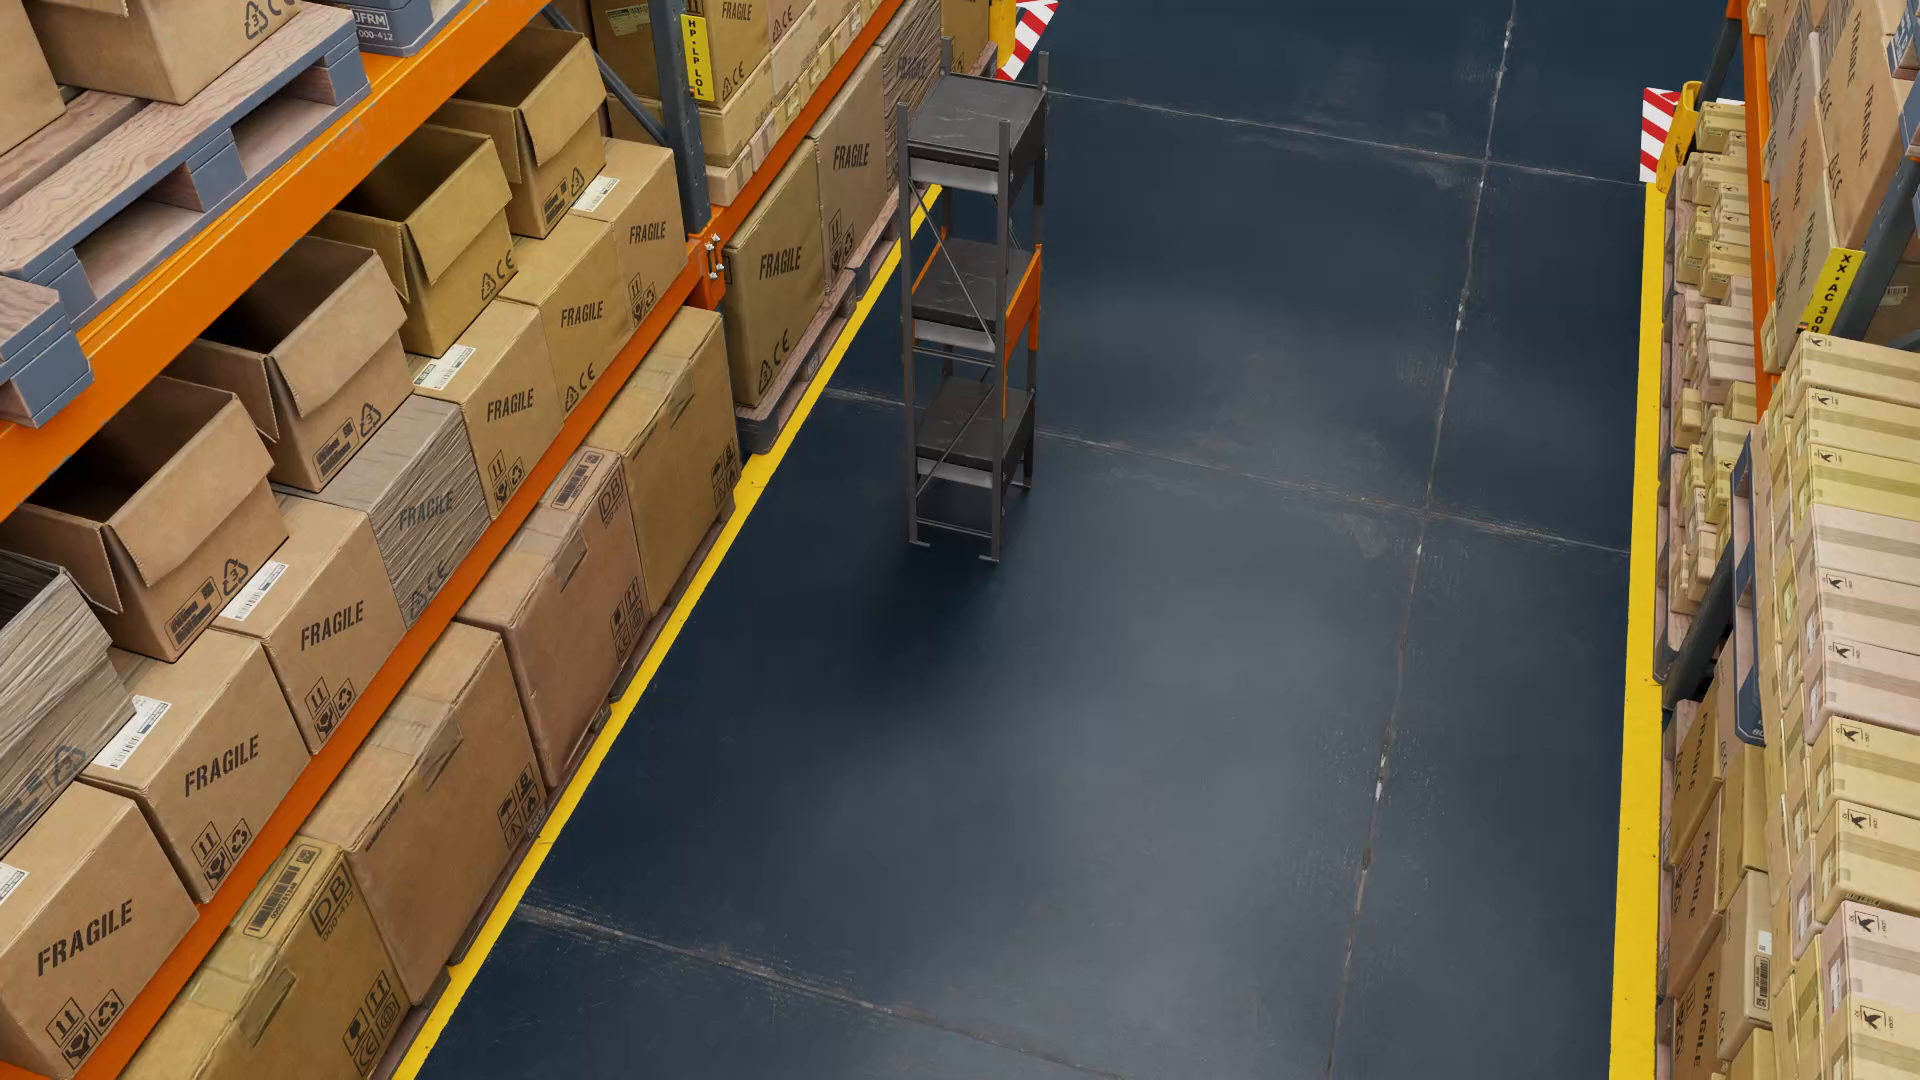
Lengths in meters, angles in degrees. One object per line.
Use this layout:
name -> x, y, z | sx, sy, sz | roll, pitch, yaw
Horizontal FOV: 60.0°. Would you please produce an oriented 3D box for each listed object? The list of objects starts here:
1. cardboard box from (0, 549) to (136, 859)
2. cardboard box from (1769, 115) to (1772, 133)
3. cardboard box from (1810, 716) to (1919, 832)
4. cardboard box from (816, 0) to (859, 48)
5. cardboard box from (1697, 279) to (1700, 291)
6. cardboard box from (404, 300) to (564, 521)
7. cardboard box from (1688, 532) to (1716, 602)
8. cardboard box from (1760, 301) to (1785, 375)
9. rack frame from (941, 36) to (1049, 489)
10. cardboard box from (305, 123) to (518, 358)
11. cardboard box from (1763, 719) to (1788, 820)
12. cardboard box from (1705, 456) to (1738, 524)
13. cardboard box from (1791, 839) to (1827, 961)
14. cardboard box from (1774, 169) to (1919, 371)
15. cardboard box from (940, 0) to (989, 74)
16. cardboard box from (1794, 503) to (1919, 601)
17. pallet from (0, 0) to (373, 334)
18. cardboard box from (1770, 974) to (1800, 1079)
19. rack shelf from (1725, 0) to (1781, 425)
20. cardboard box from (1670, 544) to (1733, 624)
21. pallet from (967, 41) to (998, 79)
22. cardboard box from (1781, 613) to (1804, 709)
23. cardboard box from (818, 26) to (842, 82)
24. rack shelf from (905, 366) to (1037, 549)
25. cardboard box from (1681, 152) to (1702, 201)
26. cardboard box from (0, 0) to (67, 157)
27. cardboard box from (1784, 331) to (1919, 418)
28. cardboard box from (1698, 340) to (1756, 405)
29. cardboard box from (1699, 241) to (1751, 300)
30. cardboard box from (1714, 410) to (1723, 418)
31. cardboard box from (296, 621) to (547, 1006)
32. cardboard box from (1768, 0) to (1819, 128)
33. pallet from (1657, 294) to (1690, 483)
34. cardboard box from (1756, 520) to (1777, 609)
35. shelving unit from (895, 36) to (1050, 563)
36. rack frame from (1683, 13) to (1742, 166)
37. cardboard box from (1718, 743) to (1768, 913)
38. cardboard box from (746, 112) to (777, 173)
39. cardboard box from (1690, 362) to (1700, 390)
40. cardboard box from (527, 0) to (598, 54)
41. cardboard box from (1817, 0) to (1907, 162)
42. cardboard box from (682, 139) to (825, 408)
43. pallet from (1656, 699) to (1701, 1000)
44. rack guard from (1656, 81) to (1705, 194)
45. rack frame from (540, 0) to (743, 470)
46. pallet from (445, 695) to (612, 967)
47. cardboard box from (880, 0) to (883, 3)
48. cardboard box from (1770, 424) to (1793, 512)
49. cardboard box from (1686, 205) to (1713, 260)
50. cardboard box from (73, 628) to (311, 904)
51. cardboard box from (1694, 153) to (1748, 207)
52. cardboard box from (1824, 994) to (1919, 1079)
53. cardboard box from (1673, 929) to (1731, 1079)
cardboard box -> -2.446, 0.324, 3.884 | 0.797, 0.503, 0.637 | 14, 46, 14
cardboard box -> 3.602, -1.725, 6.947 | 0.380, 0.149, 0.250 | 14, 46, 14
cardboard box -> 2.199, 0.589, 3.857 | 0.380, 0.149, 0.250 | 14, 46, 14
cardboard box -> -0.773, -2.451, 7.404 | 0.500, 0.250, 0.500 | 14, 46, 13
cardboard box -> 3.735, -1.166, 7.934 | 0.380, 0.149, 0.250 | 13, 46, 13
cardboard box -> -1.661, -0.452, 5.395 | 0.500, 0.500, 0.500 | 12, 46, 12
cardboard box -> 3.018, 0.139, 6.387 | 0.380, 0.149, 0.250 | 13, 46, 13
cardboard box -> 3.063, -0.691, 5.890 | 0.380, 0.149, 0.250 | 11, 46, 11
rack frame -> 0.124, -1.023, 6.694 | 0.400, 2.100, 0.015 | 13, 46, 12
cardboard box -> -1.876, -0.976, 5.213 | 0.797, 0.503, 0.637 | 13, 46, 13
cardboard box -> 2.277, 0.630, 4.239 | 0.380, 0.149, 0.250 | 12, 46, 12
cardboard box -> 3.124, -0.161, 6.481 | 0.380, 0.149, 0.250 | 13, 46, 13
cardboard box -> 2.118, 0.868, 3.784 | 0.380, 0.149, 0.250 | 14, 46, 14
cardboard box -> 3.102, -0.870, 5.609 | 0.500, 0.500, 0.500 | 13, 46, 13
cardboard box -> -0.378, -3.077, 9.368 | 0.875, 0.875, 0.875 | 13, 46, 13
cardboard box -> 2.431, 0.070, 4.387 | 0.380, 0.149, 0.250 | 12, 46, 12
pallet -> -2.202, -0.989, 4.005 | 1.003, 0.211, 1.213 | 15, 46, 14
cardboard box -> 2.038, 1.152, 3.706 | 0.380, 0.149, 0.250 | 11, 45, 11
rack shelf -> 3.831, -1.422, 6.972 | 1.077, 0.370, 4.000 | 13, 46, 13
cardboard box -> 3.019, 0.189, 6.549 | 0.380, 0.149, 0.250 | 13, 46, 13
pallet -> -0.428, -2.584, 9.639 | 1.003, 0.211, 1.213 | 13, 46, 13
cardboard box -> 2.355, 0.352, 4.312 | 0.380, 0.149, 0.250 | 14, 46, 14
cardboard box -> -0.751, -2.198, 7.430 | 0.380, 0.149, 0.250 | 12, 46, 12
rack shelf -> 0.050, -0.351, 7.026 | 0.431, 0.518, 0.480 | 13, 46, 12
cardboard box -> 3.973, -1.862, 8.645 | 0.380, 0.149, 0.250 | 13, 46, 13
cardboard box -> -2.389, -1.071, 3.583 | 0.500, 0.500, 0.500 | 15, 46, 15
cardboard box -> 2.667, -0.454, 4.922 | 0.380, 0.149, 0.250 | 15, 46, 15
cardboard box -> 3.340, -0.685, 7.017 | 0.380, 0.149, 0.250 | 10, 45, 11
cardboard box -> 3.574, -1.197, 7.540 | 0.380, 0.149, 0.250 | 13, 46, 13
cardboard box -> 3.321, -0.372, 6.910 | 0.380, 0.149, 0.250 | 13, 46, 13
cardboard box -> -2.177, 0.764, 5.443 | 1.225, 0.875, 0.875 | 13, 46, 13
cardboard box -> 3.591, -1.886, 6.648 | 0.500, 0.500, 0.500 | 11, 46, 11
pallet -> 3.762, -0.620, 7.632 | 1.003, 0.211, 1.213 | 13, 46, 13
cardboard box -> 2.510, 0.111, 4.770 | 0.380, 0.149, 0.250 | 13, 46, 13
shelving unit -> 0.050, -0.861, 6.527 | 0.431, 2.100, 0.503 | 13, 46, 12
rack frame -> 4.436, -3.012, 8.082 | 1.000, 3.000, 0.127 | 13, 46, 13
cardboard box -> 2.591, 0.921, 5.013 | 0.500, 0.250, 0.500 | 14, 46, 14
cardboard box -> -0.985, -1.676, 6.896 | 0.380, 0.149, 0.250 | 11, 45, 11
cardboard box -> 3.476, -0.660, 7.417 | 0.380, 0.149, 0.250 | 13, 46, 13
cardboard box -> -1.587, -2.148, 6.557 | 0.500, 0.500, 0.500 | 14, 46, 14
cardboard box -> 3.261, -1.562, 5.601 | 0.500, 0.500, 0.500 | 11, 45, 11
cardboard box -> -1.195, -1.277, 7.529 | 0.875, 0.875, 0.875 | 13, 46, 13
pallet -> 2.991, 1.170, 5.802 | 1.003, 0.211, 1.213 | 13, 46, 13
rack guard -> 4.413, -2.068, 8.905 | 1.175, 0.500, 0.348 | 13, 46, 13
rack frame -> -1.471, -1.464, 6.500 | 1.000, 3.000, 0.127 | 13, 46, 13
pallet -> -2.001, 0.879, 6.100 | 1.003, 0.211, 1.213 | 13, 46, 13
cardboard box -> -0.517, -2.714, 7.958 | 0.380, 0.149, 0.250 | 13, 46, 13
cardboard box -> 2.591, -0.174, 4.849 | 0.380, 0.149, 0.250 | 12, 46, 12
cardboard box -> 3.726, -1.454, 8.016 | 0.380, 0.149, 0.250 | 14, 46, 14
cardboard box -> -2.122, 0.556, 4.365 | 0.500, 0.500, 0.500 | 11, 46, 11
cardboard box -> 3.787, -1.729, 8.084 | 0.380, 0.149, 0.250 | 12, 46, 12
cardboard box -> 1.960, 1.103, 3.331 | 0.380, 0.149, 0.250 | 14, 46, 14
cardboard box -> 2.444, 1.539, 4.919 | 0.500, 0.500, 0.500 | 13, 46, 13
